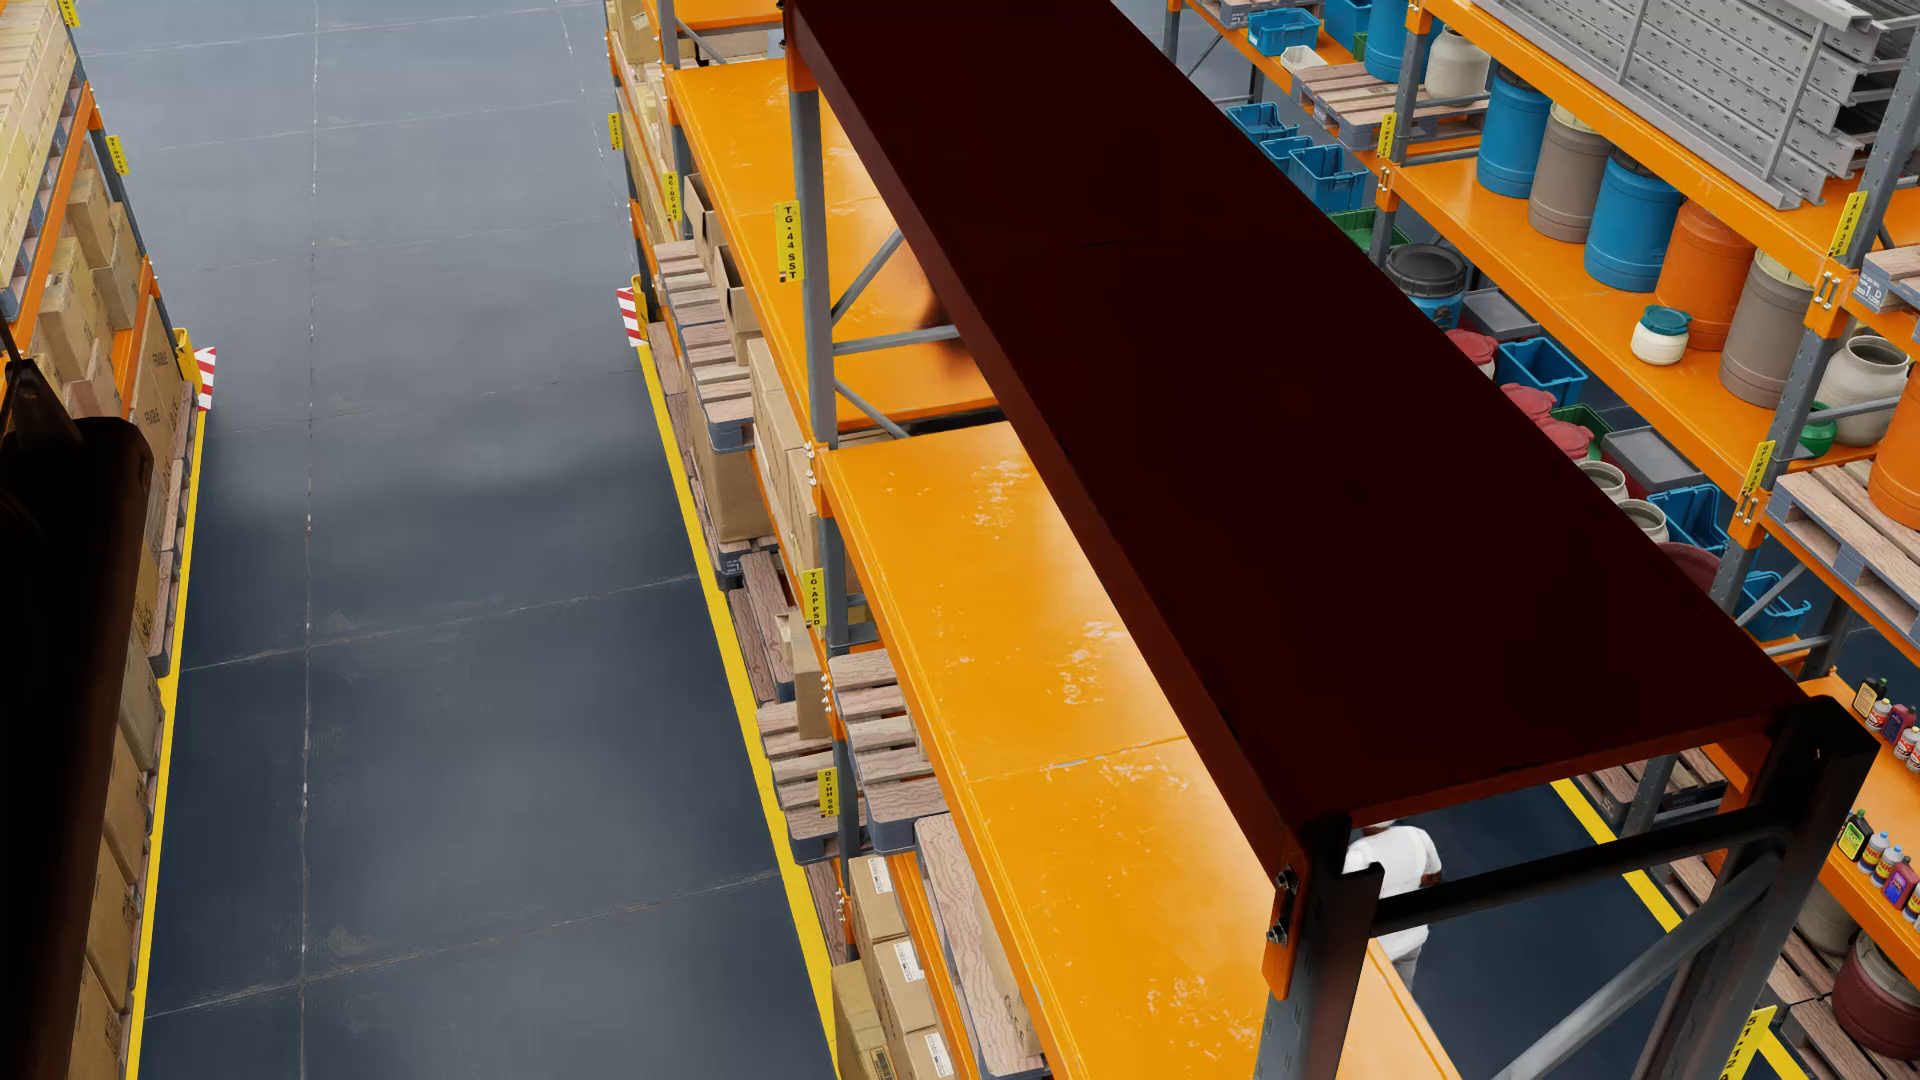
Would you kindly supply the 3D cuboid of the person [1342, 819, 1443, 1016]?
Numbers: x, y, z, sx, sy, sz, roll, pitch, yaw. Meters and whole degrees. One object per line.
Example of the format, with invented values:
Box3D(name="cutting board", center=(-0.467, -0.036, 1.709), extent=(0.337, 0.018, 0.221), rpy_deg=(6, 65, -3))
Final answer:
Box3D(name="person", center=(2.272, 2.161, 8.771), extent=(0.738, 1.717, 1.039), rpy_deg=(-18, 42, -21))
